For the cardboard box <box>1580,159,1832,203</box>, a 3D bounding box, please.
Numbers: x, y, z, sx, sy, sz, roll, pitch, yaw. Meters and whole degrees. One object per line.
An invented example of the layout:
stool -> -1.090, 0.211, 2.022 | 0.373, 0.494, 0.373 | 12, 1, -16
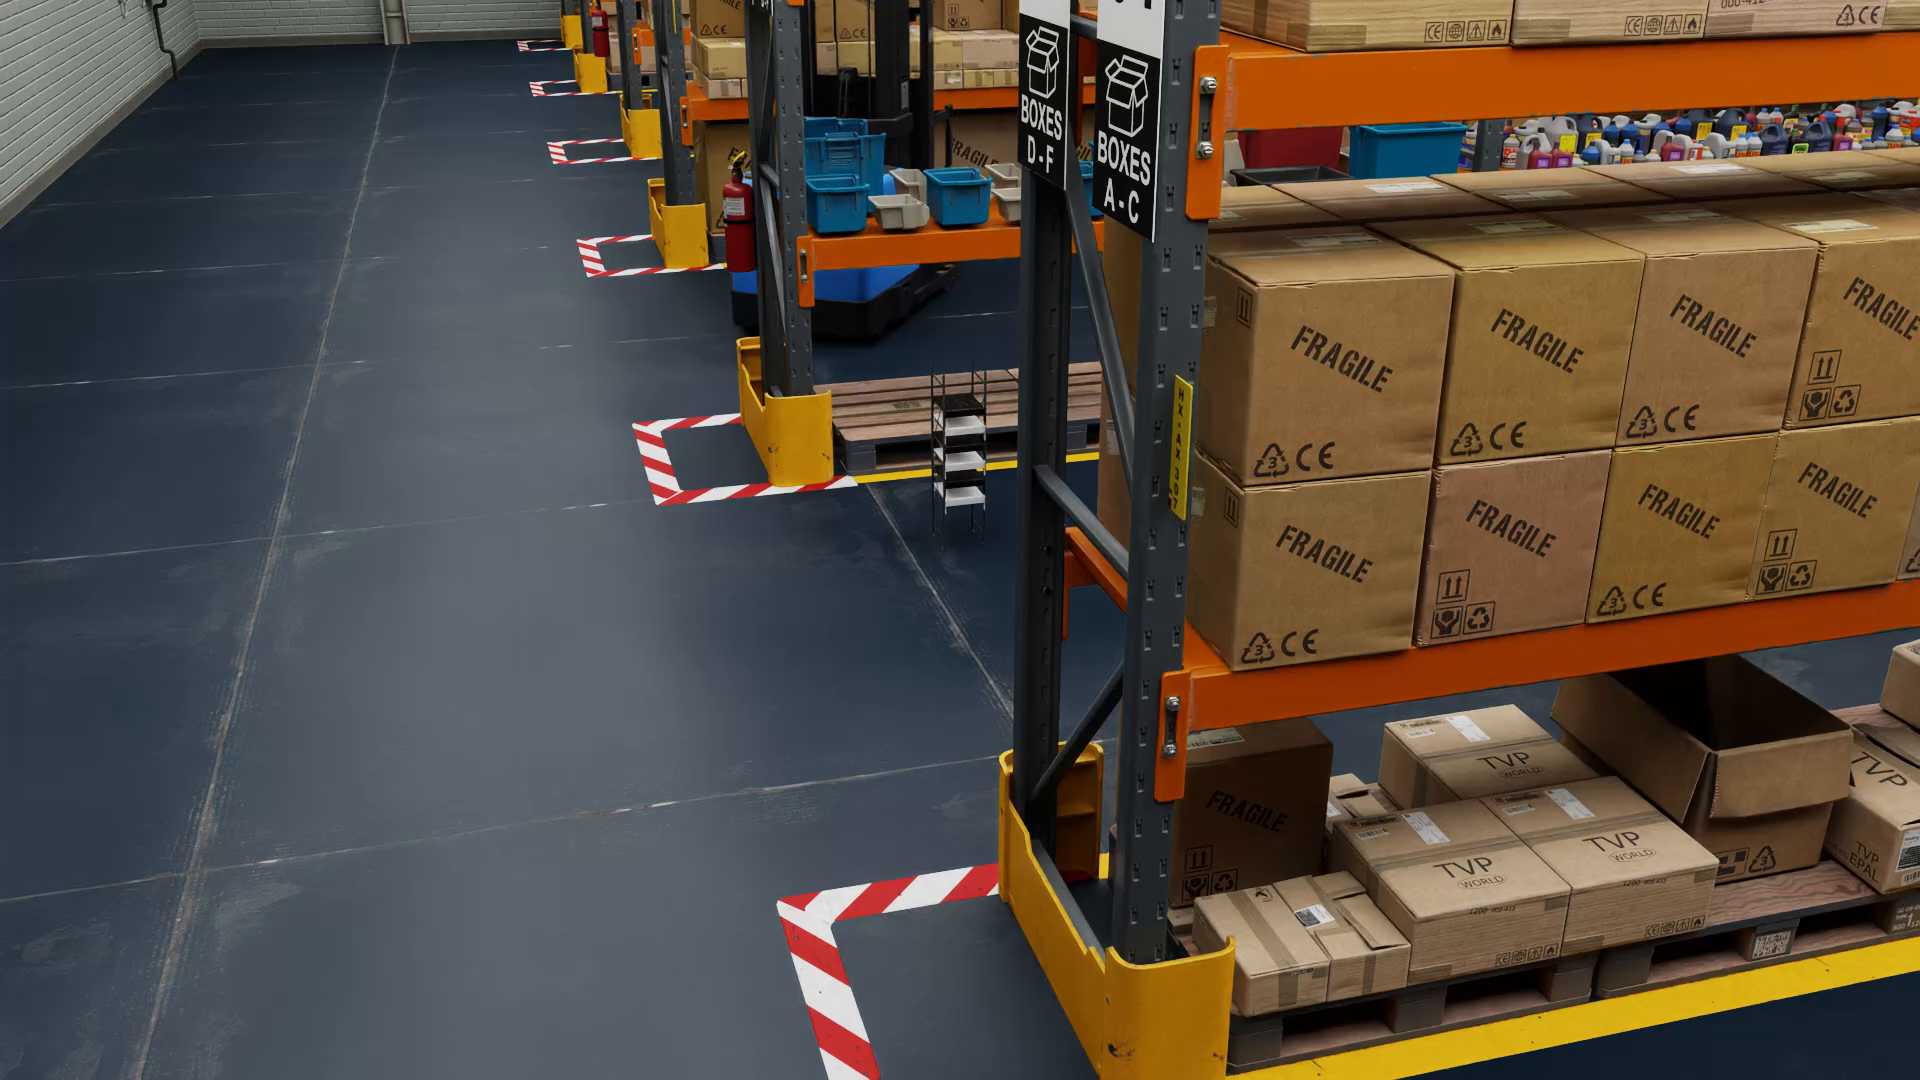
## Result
cardboard box -> 2.194, -0.844, 5.017 | 0.500, 0.500, 0.500 | -6, 24, -13

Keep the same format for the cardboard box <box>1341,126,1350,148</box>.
cardboard box -> 3.011, -3.596, 14.988 | 0.875, 0.875, 1.225 | -7, 24, -16

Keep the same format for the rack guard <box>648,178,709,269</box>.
rack guard -> -2.334, -2.631, 13.747 | 0.348, 0.500, 1.175 | -6, 24, -14

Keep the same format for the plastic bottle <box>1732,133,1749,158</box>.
plastic bottle -> 4.660, -2.298, 9.966 | 0.097, 0.271, 0.097 | 0, 23, 0

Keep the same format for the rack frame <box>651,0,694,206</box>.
rack frame -> -2.311, -3.782, 13.260 | 0.127, 3.000, 1.000 | -6, 24, -14

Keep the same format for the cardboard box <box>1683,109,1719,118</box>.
cardboard box -> 7.106, -3.893, 16.132 | 0.500, 0.500, 0.700 | -4, 24, -10

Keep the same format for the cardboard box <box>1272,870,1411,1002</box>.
cardboard box -> 1.098, 1.139, 4.828 | 0.250, 0.166, 0.380 | -6, 24, -14

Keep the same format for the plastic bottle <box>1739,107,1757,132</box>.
plastic bottle -> 5.100, -2.671, 10.819 | 0.133, 0.283, 0.061 | -6, 24, -14

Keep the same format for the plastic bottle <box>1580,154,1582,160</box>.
plastic bottle -> 3.727, -2.225, 9.884 | 0.097, 0.201, 0.097 | 0, 23, 0

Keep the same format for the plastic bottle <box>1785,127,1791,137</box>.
plastic bottle -> 5.032, -2.362, 10.100 | 0.133, 0.283, 0.061 | -6, 24, -14

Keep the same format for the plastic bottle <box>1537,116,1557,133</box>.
plastic bottle -> 3.674, -2.527, 10.398 | 0.185, 0.351, 0.144 | -6, 24, -14

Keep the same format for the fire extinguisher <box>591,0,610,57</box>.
fire extinguisher -> -3.921, -5.617, 18.108 | 0.183, 0.674, 0.296 | -6, 24, -14

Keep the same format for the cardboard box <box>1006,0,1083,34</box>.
cardboard box -> 0.686, -4.418, 13.605 | 0.500, 0.500, 0.500 | -6, 24, -14

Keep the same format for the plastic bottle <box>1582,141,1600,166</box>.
plastic bottle -> 3.675, -2.189, 9.712 | 0.097, 0.271, 0.097 | 0, 23, 0

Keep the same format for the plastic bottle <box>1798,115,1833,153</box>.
plastic bottle -> 5.190, -2.403, 10.109 | 0.185, 0.351, 0.144 | -6, 24, -14

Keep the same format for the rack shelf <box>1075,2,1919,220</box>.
rack shelf -> 2.287, -1.281, 4.541 | 4.000, 0.370, 1.077 | -6, 24, -14

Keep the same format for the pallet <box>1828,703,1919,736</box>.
pallet -> 3.551, 0.908, 5.867 | 1.213, 0.211, 1.003 | -6, 24, -14

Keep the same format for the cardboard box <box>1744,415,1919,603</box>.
cardboard box -> 2.321, -0.176, 4.728 | 0.500, 0.500, 0.500 | -6, 24, -14

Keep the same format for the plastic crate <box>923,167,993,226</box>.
plastic crate -> -0.013, -1.824, 8.832 | 0.300, 0.233, 0.416 | -6, 24, -14

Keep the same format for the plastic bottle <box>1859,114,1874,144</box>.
plastic bottle -> 6.012, -2.727, 11.053 | 0.097, 0.201, 0.097 | 0, 23, 0

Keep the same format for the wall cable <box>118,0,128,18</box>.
wall cable -> -10.411, -7.416, 20.402 | 0.123, 1.953, 0.585 | -6, 24, -14

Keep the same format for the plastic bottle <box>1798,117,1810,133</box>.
plastic bottle -> 5.532, -2.674, 10.929 | 0.097, 0.201, 0.097 | 0, 23, 0

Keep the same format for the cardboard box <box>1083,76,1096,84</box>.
cardboard box -> 1.087, -3.908, 13.873 | 0.250, 0.149, 0.380 | -6, 24, -13

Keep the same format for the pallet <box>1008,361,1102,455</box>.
pallet -> 1.004, -0.822, 9.897 | 1.213, 0.211, 1.003 | -6, 24, -14

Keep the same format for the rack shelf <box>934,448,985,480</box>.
rack shelf -> -0.008, -0.382, 8.084 | 0.200, 0.077, 0.258 | -6, 24, -14

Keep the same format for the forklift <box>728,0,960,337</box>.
forklift -> -0.634, -3.276, 12.169 | 1.130, 2.935, 3.031 | 8, 24, 17

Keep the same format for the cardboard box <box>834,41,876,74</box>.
cardboard box -> -0.793, -3.908, 13.368 | 0.500, 0.250, 0.500 | -7, 24, -16

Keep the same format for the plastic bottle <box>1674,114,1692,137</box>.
plastic bottle -> 4.609, -2.579, 10.619 | 0.097, 0.271, 0.097 | 0, 23, 0

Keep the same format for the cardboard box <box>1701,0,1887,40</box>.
cardboard box -> 1.890, -1.391, 4.073 | 0.500, 0.250, 0.500 | -6, 24, -14

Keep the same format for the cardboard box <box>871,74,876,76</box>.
cardboard box -> -0.643, -3.717, 13.427 | 0.250, 0.149, 0.380 | -7, 24, -15

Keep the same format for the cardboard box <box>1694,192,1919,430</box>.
cardboard box -> 2.333, -0.638, 4.537 | 0.500, 0.500, 0.500 | -7, 24, -15

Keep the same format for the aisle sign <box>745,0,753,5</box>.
aisle sign -> -1.122, -3.200, 8.606 | 0.004, 0.787, 0.394 | -6, 24, -14

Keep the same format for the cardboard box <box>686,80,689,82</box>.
cardboard box -> -3.113, -4.985, 18.391 | 0.250, 0.149, 0.380 | -6, 24, -14

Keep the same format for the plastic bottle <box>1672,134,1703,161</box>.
plastic bottle -> 4.318, -2.274, 9.903 | 0.135, 0.276, 0.152 | -6, 24, -14

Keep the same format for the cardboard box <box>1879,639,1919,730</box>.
cardboard box -> 3.750, 0.549, 6.018 | 0.500, 0.311, 0.500 | -6, 24, -14

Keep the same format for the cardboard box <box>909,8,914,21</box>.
cardboard box -> -0.673, -5.791, 18.261 | 0.250, 0.149, 0.380 | -7, 24, -16

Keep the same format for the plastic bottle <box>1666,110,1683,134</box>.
plastic bottle -> 4.571, -2.612, 10.682 | 0.133, 0.283, 0.061 | -6, 24, -14

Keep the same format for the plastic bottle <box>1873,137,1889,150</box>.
plastic bottle -> 5.648, -2.376, 10.234 | 0.097, 0.201, 0.097 | 0, 23, 0

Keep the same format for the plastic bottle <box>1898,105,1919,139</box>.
plastic bottle -> 6.266, -2.716, 10.932 | 0.135, 0.276, 0.152 | -6, 24, -14

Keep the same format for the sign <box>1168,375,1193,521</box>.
sign -> 0.508, -0.212, 3.843 | 0.005, 0.325, 0.100 | -6, 24, -14

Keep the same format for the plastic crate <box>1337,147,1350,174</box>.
plastic crate -> 2.391, -2.239, 9.922 | 0.243, 0.136, 0.396 | -6, 24, -14

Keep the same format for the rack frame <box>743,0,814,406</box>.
rack frame -> -0.973, -1.902, 8.878 | 0.127, 3.000, 1.000 | -6, 24, -14

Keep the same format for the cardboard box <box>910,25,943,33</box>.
cardboard box -> -0.438, -4.167, 13.971 | 0.500, 0.250, 0.500 | -6, 24, -14

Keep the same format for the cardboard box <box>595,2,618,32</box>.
cardboard box -> -5.718, -8.503, 26.897 | 0.637, 0.503, 0.797 | -7, 24, -16

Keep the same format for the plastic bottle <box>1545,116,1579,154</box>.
plastic bottle -> 3.713, -2.472, 10.270 | 0.185, 0.351, 0.144 | -6, 24, -14

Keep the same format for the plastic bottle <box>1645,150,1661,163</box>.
plastic bottle -> 4.085, -2.203, 9.831 | 0.097, 0.201, 0.097 | 0, 23, 0

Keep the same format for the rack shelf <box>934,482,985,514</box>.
rack shelf -> -0.008, -0.217, 8.155 | 0.200, 0.077, 0.258 | -6, 24, -14

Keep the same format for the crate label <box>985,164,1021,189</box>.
crate label -> 0.307, -2.028, 9.430 | 0.243, 0.136, 0.396 | -6, 24, -14

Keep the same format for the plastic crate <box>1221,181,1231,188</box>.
plastic crate -> 1.282, -1.934, 9.213 | 0.466, 0.136, 0.293 | -6, 24, -14

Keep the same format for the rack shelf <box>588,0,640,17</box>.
rack shelf -> -3.063, -7.427, 22.667 | 4.000, 0.370, 1.077 | -6, 24, -14

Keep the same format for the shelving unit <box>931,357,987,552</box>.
shelving unit -> -0.008, -0.413, 8.071 | 0.210, 0.900, 0.258 | -6, 24, -14

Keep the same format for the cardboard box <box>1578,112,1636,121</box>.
cardboard box -> 6.028, -4.115, 15.697 | 0.500, 0.250, 0.500 | -5, 24, -12

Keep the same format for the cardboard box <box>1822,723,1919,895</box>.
cardboard box -> 3.018, 0.835, 5.352 | 0.500, 0.311, 0.500 | -6, 24, -14

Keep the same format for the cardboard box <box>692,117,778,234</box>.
cardboard box -> -1.717, -3.097, 13.826 | 0.875, 0.875, 0.875 | -6, 24, -14

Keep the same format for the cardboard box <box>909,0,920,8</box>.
cardboard box -> -0.592, -6.071, 18.090 | 0.500, 0.500, 0.500 | -7, 24, -16
